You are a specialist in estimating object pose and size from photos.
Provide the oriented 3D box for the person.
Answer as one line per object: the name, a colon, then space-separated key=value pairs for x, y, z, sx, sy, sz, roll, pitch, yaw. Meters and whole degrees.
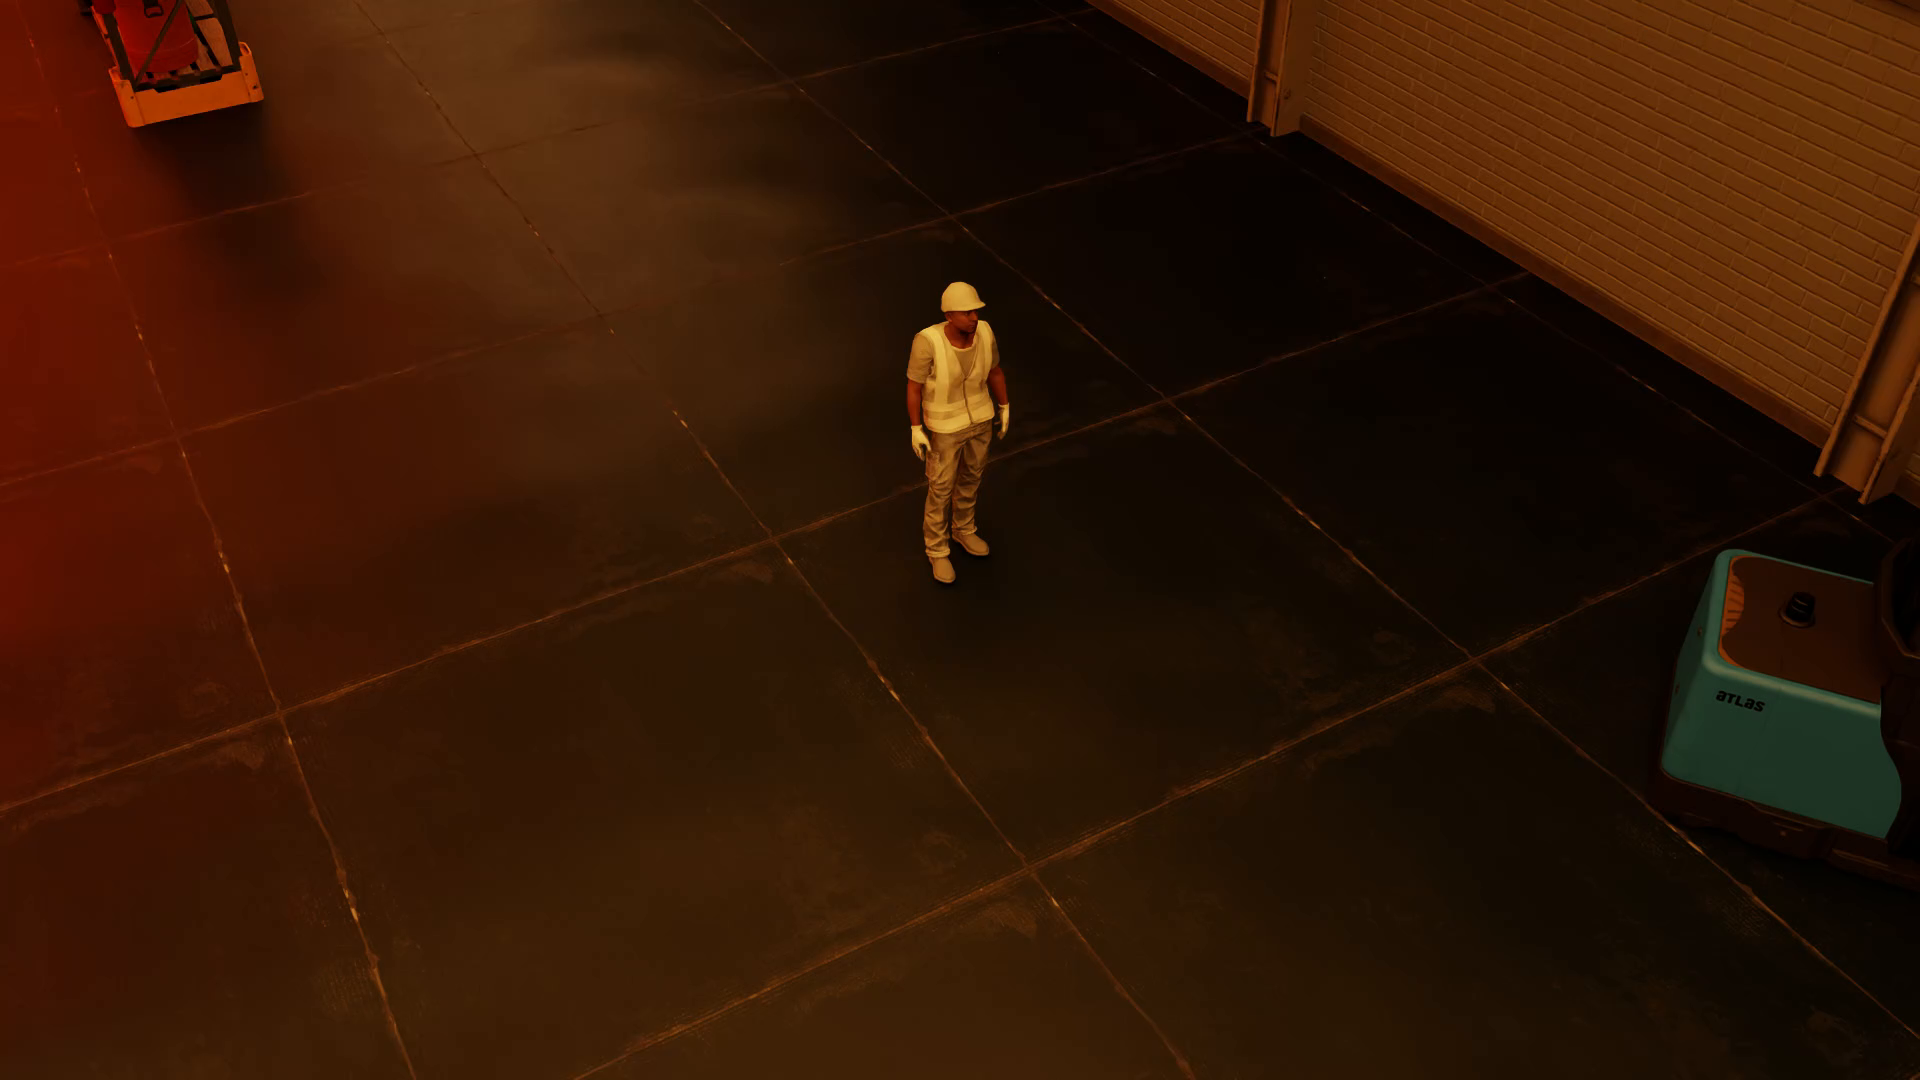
person: x=0.029 y=-0.649 z=9.706 sx=0.657 sy=1.785 sz=0.575 roll=-20 pitch=44 yaw=-23

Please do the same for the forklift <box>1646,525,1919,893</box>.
forklift: x=5.119 y=0.388 z=7.568 sx=3.031 sy=2.935 sz=1.130 roll=16 pitch=42 yaw=18
